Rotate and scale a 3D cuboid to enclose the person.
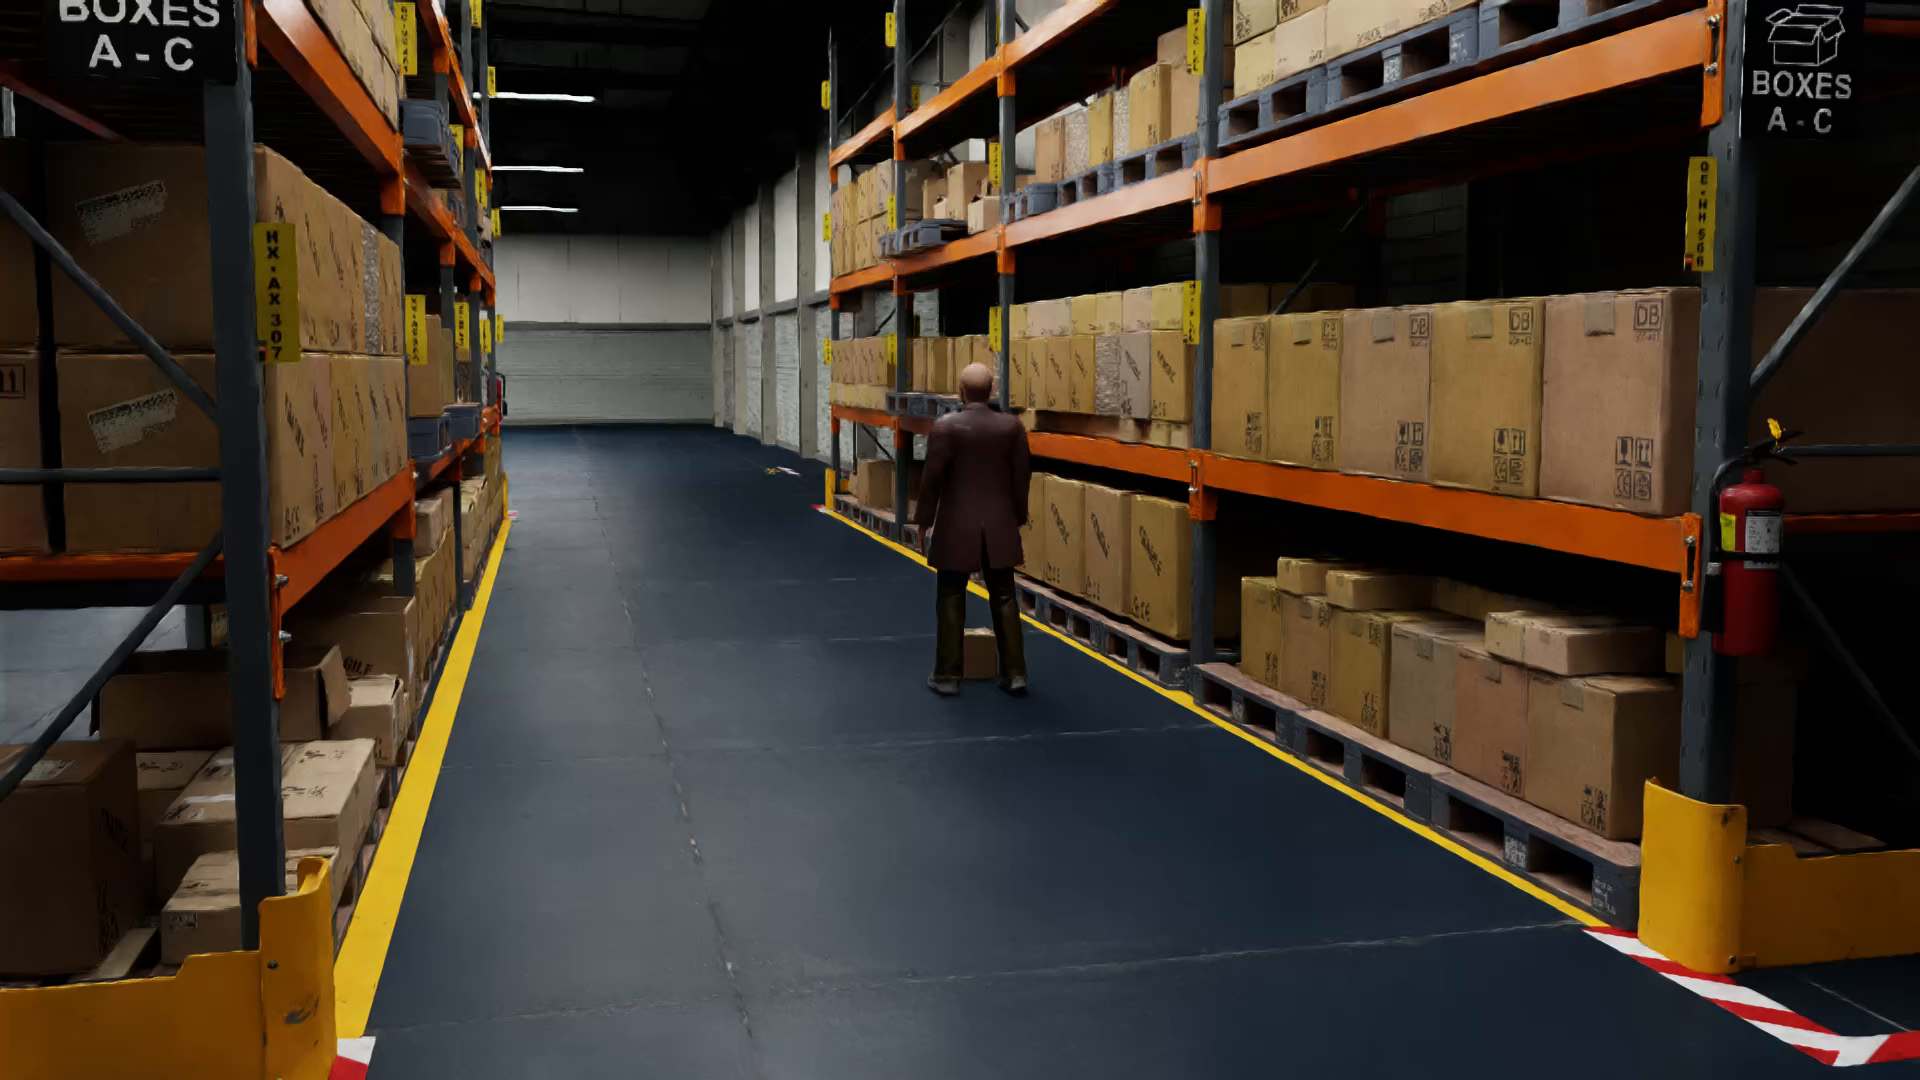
[{"bbox_3d":[0.061,-0.042,8.981,0.645,1.822,0.476,-1,6,-12],"label":"person"}]
